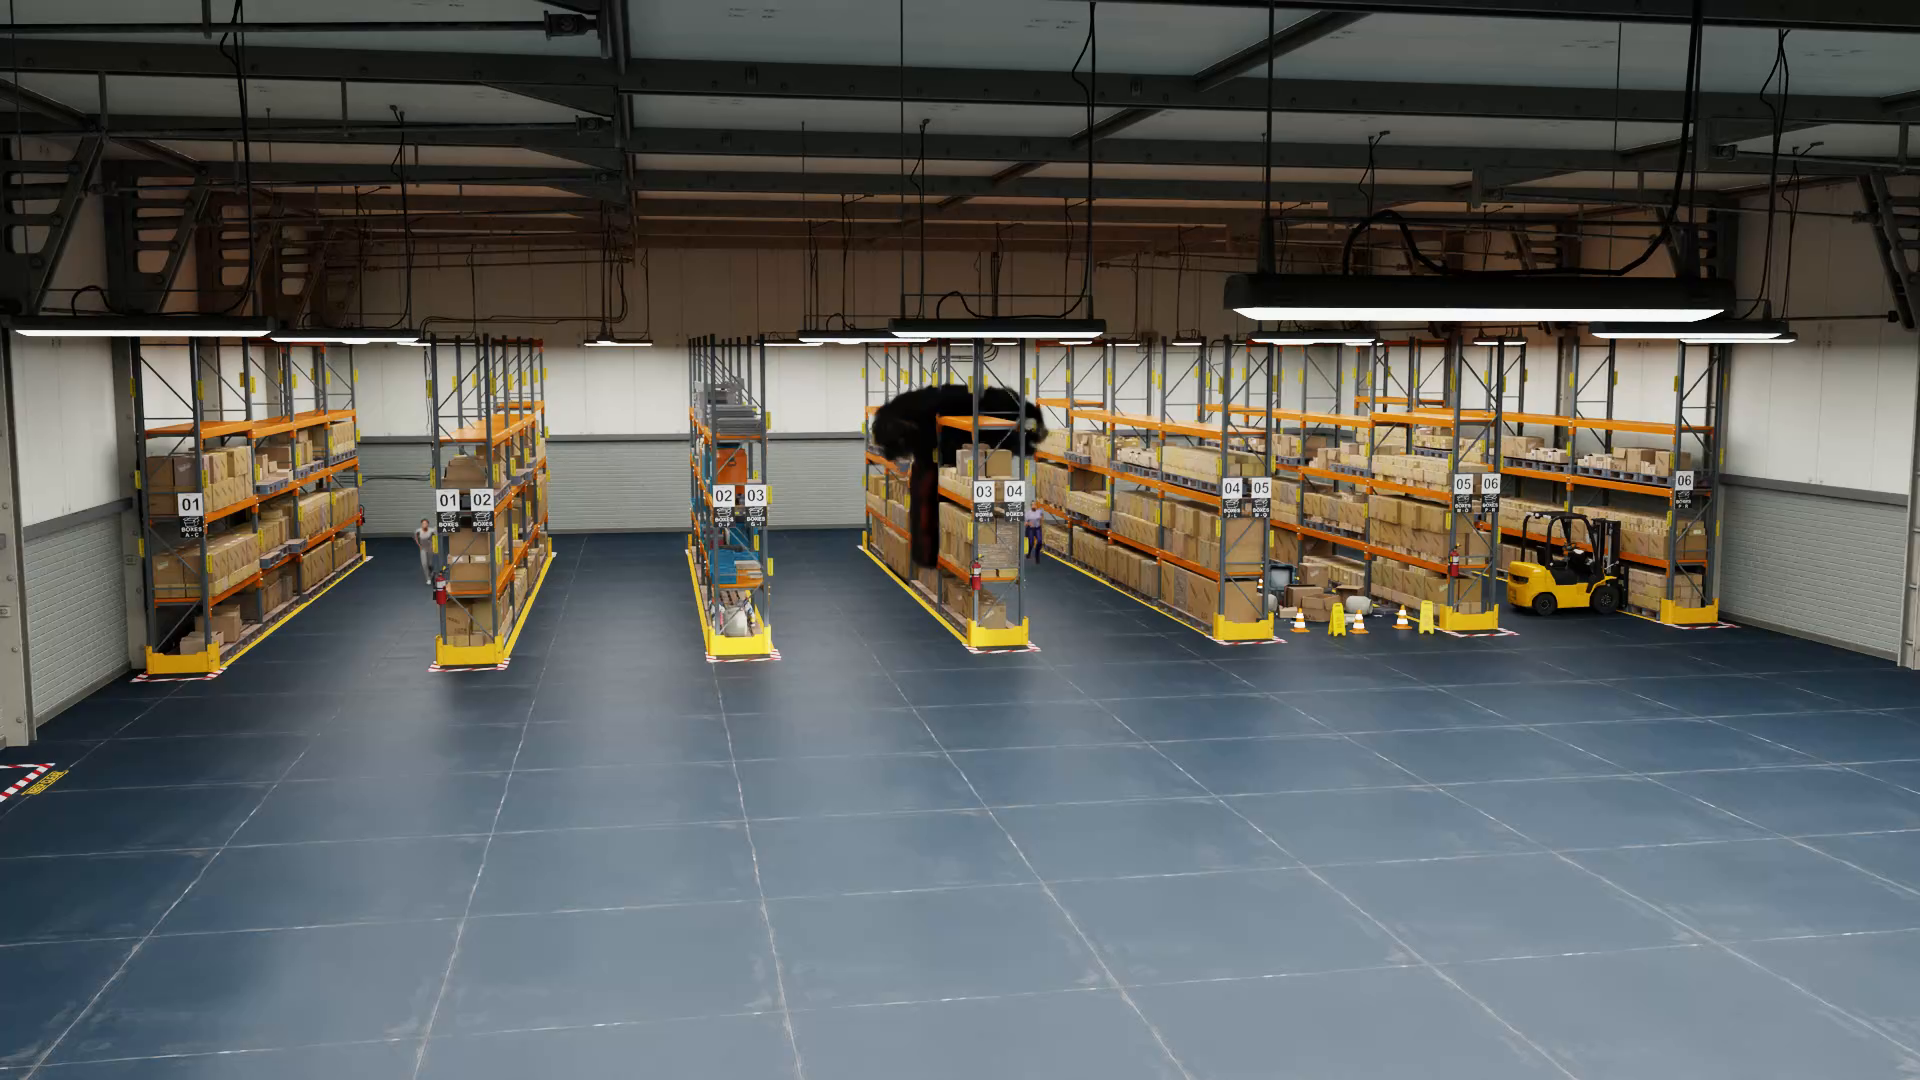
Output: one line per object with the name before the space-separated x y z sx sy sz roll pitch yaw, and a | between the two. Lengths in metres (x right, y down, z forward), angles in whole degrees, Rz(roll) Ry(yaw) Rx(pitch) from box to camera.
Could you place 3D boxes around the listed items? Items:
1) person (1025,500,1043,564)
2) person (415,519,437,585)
person | 1.914 -0.223 43.360 0.556 1.636 0.759 0 7 -4
person | -13.102 0.257 40.886 0.539 1.614 0.786 -1 7 -9
